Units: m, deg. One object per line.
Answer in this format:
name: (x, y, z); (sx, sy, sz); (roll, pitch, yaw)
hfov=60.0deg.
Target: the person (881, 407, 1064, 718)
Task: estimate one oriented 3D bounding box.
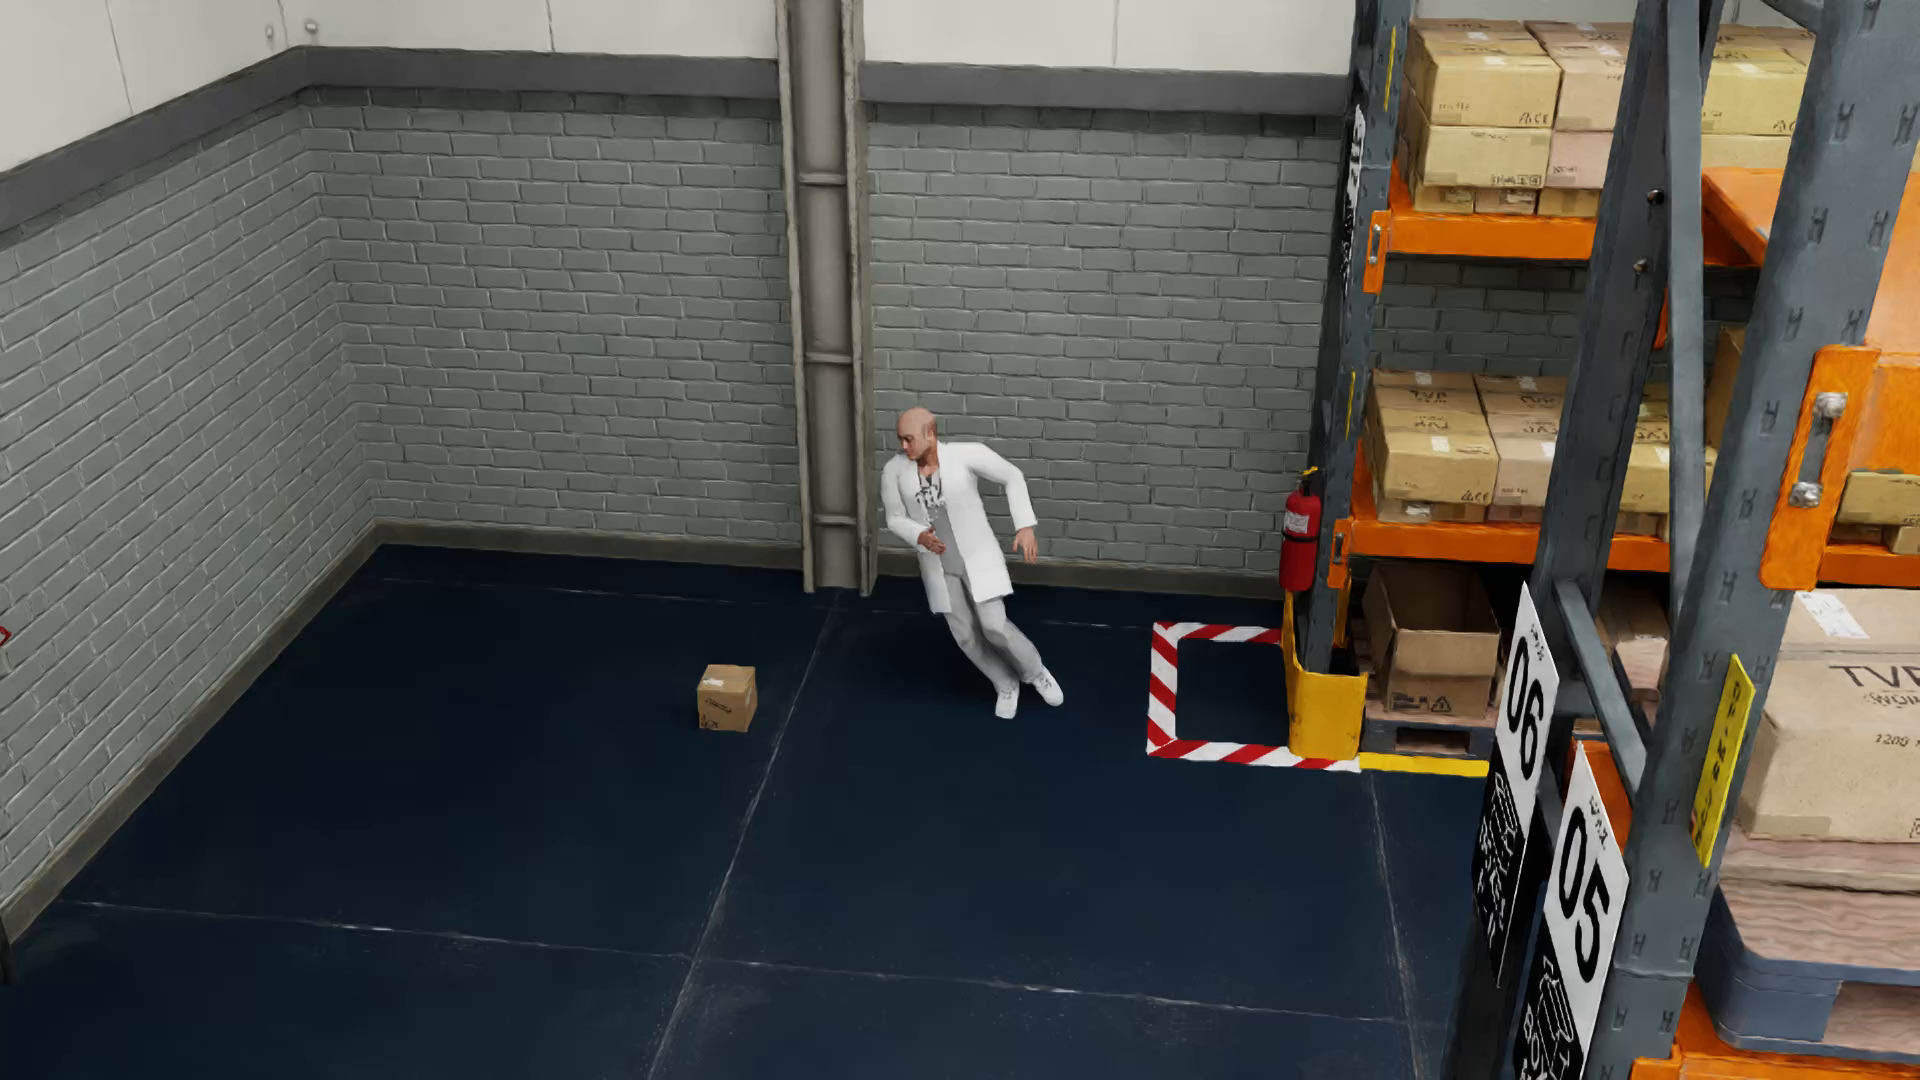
person: (0.065, 0.149, 8.503); (0.974, 1.634, 0.588); (4, 28, 8)
